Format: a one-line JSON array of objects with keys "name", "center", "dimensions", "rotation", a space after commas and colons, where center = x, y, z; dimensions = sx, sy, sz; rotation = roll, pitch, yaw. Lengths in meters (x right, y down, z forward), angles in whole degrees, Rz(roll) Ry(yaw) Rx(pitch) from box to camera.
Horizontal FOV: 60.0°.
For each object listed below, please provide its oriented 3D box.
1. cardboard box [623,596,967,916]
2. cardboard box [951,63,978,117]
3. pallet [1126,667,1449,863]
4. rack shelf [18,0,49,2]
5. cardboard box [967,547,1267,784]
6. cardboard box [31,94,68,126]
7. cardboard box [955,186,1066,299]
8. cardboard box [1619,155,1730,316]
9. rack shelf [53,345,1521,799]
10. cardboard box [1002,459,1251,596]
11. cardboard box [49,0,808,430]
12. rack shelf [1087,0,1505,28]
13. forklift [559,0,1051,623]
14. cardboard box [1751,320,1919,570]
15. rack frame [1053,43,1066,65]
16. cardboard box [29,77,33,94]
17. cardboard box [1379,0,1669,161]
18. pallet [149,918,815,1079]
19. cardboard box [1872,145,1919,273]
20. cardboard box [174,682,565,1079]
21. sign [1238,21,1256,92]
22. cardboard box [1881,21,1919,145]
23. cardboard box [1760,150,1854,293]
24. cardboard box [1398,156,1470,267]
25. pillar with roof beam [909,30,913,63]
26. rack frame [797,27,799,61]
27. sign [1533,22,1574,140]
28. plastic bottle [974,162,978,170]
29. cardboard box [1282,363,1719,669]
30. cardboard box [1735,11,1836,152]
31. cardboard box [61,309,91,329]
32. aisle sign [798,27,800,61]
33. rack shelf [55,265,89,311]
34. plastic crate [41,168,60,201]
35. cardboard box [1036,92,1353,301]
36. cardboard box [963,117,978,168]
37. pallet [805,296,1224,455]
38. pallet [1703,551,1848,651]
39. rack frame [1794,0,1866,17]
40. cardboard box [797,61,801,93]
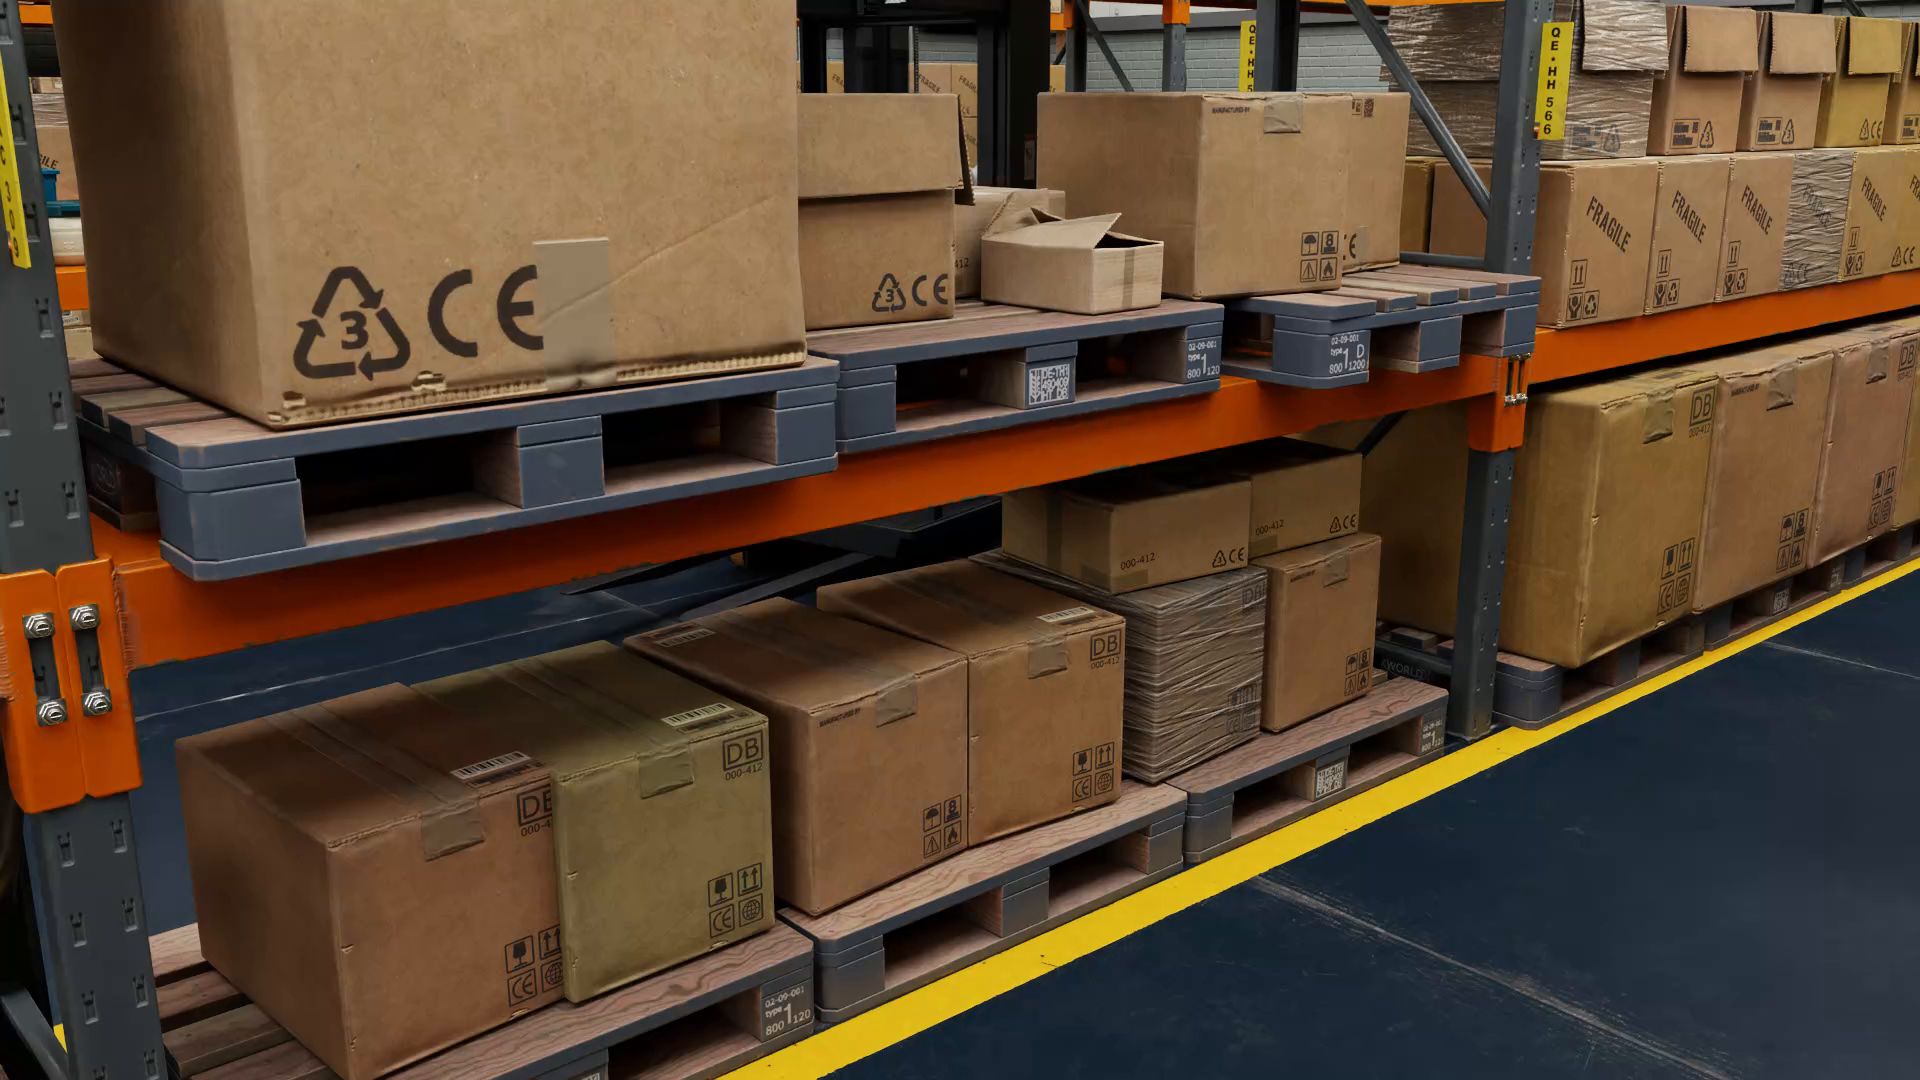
[{"name": "cardboard box", "center": [-0.403, 0.497, 4.067], "dimensions": [0.700, 0.500, 0.500], "rotation": [14, 20, 42]}, {"name": "cardboard box", "center": [-0.046, -4.416, 16.339], "dimensions": [0.500, 0.500, 0.500], "rotation": [-12, 19, -38]}, {"name": "pallet", "center": [0.753, 0.576, 5.186], "dimensions": [1.213, 0.211, 1.003], "rotation": [-13, 19, -39]}, {"name": "rack shelf", "center": [-6.666, -3.596, 10.980], "dimensions": [4.000, 0.370, 1.077], "rotation": [-13, 19, -39]}, {"name": "cardboard box", "center": [0.441, 0.305, 4.786], "dimensions": [0.700, 0.500, 0.500], "rotation": [14, 20, 42]}, {"name": "cardboard box", "center": [-8.760, -3.976, 15.776], "dimensions": [0.700, 0.500, 0.500], "rotation": [13, 20, 40]}, {"name": "cardboard box", "center": [-0.072, -0.795, 4.390], "dimensions": [0.500, 0.250, 0.500], "rotation": [-13, 20, -41]}, {"name": "cardboard box", "center": [2.276, -1.069, 5.746], "dimensions": [0.500, 0.500, 0.500], "rotation": [-13, 20, -41]}, {"name": "rack shelf", "center": [-0.166, -0.217, 4.145], "dimensions": [4.000, 0.370, 1.077], "rotation": [-13, 19, -39]}, {"name": "cardboard box", "center": [0.464, -0.060, 4.699], "dimensions": [0.500, 0.250, 0.500], "rotation": [-10, 18, -33]}, {"name": "cardboard box", "center": [-0.983, -0.826, 3.054], "dimensions": [1.000, 1.000, 1.000], "rotation": [-12, 19, -39]}, {"name": "rack shelf", "center": [2.618, -3.986, 12.441], "dimensions": [4.000, 0.370, 1.077], "rotation": [-13, 19, -39]}, {"name": "forklift", "center": [-0.358, -1.282, 6.871], "dimensions": [1.130, 2.935, 3.031], "rotation": [10, 18, 33]}, {"name": "cardboard box", "center": [3.217, -0.494, 7.090], "dimensions": [0.875, 0.875, 1.225], "rotation": [-14, 20, -41]}, {"name": "rack frame", "center": [0.878, -4.188, 17.616], "dimensions": [0.127, 3.000, 1.000], "rotation": [-13, 19, -39]}, {"name": "cardboard box", "center": [-8.885, -4.249, 15.542], "dimensions": [0.380, 0.149, 0.250], "rotation": [12, 19, 38]}, {"name": "cardboard box", "center": [1.905, -1.557, 5.630], "dimensions": [0.637, 0.503, 0.797], "rotation": [-12, 19, -38]}, {"name": "pallet", "center": [-1.088, 0.989, 3.638], "dimensions": [1.213, 0.211, 1.003], "rotation": [-13, 19, -39]}, {"name": "cardboard box", "center": [3.809, -1.415, 7.040], "dimensions": [0.500, 0.500, 0.500], "rotation": [-12, 19, -38]}, {"name": "cardboard box", "center": [-1.197, 0.669, 3.423], "dimensions": [0.700, 0.500, 0.500], "rotation": [14, 21, 43]}, {"name": "sign", "center": [0.976, -1.571, 5.573], "dimensions": [0.005, 0.325, 0.100], "rotation": [-13, 19, -39]}, {"name": "cardboard box", "center": [3.884, -2.004, 7.304], "dimensions": [0.637, 0.503, 0.797], "rotation": [-13, 20, -41]}, {"name": "cardboard box", "center": [3.039, -1.241, 6.389], "dimensions": [0.500, 0.500, 0.500], "rotation": [-13, 19, -39]}, {"name": "cardboard box", "center": [1.553, -1.084, 5.801], "dimensions": [0.500, 0.500, 0.500], "rotation": [-12, 19, -38]}, {"name": "pillar with roof beam", "center": [1.918, -7.838, 19.655], "dimensions": [0.400, 9.000, 9.100], "rotation": [-13, 19, -39]}, {"name": "rack frame", "center": [-2.377, -5.152, 21.224], "dimensions": [0.127, 3.000, 1.000], "rotation": [-13, 19, -39]}, {"name": "sign", "center": [1.706, -1.321, 4.792], "dimensions": [0.005, 0.325, 0.100], "rotation": [-13, 19, -39]}, {"name": "plastic bottle", "center": [0.129, -2.403, 11.182], "dimensions": [0.097, 0.271, 0.097], "rotation": [0, 15, 0]}, {"name": "cardboard box", "center": [1.877, -0.193, 5.963], "dimensions": [0.875, 0.875, 1.225], "rotation": [-14, 20, -42]}, {"name": "cardboard box", "center": [2.900, -1.782, 6.471], "dimensions": [0.637, 0.503, 0.797], "rotation": [-12, 19, -38]}, {"name": "cardboard box", "center": [-6.161, -1.667, 11.607], "dimensions": [0.500, 0.311, 0.500], "rotation": [-13, 20, -40]}, {"name": "aisle sign", "center": [-2.125, -6.362, 20.716], "dimensions": [0.004, 0.787, 0.394], "rotation": [-13, 19, -39]}, {"name": "rack shelf", "center": [-3.417, -1.182, 7.755], "dimensions": [4.000, 0.370, 1.077], "rotation": [-13, 19, -39]}, {"name": "plastic crate", "center": [-4.298, -1.430, 7.322], "dimensions": [0.575, 0.384, 0.392], "rotation": [-13, 19, -39]}, {"name": "cardboard box", "center": [0.606, -0.942, 4.455], "dimensions": [0.500, 0.500, 0.700], "rotation": [-9, 18, -31]}, {"name": "cardboard box", "center": [-0.050, -3.935, 16.477], "dimensions": [0.500, 0.500, 0.500], "rotation": [-12, 19, -39]}, {"name": "pallet", "center": [-0.123, -0.468, 4.060], "dimensions": [1.213, 0.211, 1.003], "rotation": [-13, 19, -39]}, {"name": "pallet", "center": [2.907, 0.119, 6.895], "dimensions": [1.213, 0.211, 1.003], "rotation": [-13, 19, -39]}, {"name": "rack frame", "center": [4.361, -1.581, 7.857], "dimensions": [0.127, 3.000, 1.000], "rotation": [-13, 19, -39]}, {"name": "cardboard box", "center": [-1.599, -4.067, 15.031], "dimensions": [0.500, 0.500, 0.500], "rotation": [-12, 19, -38]}]
